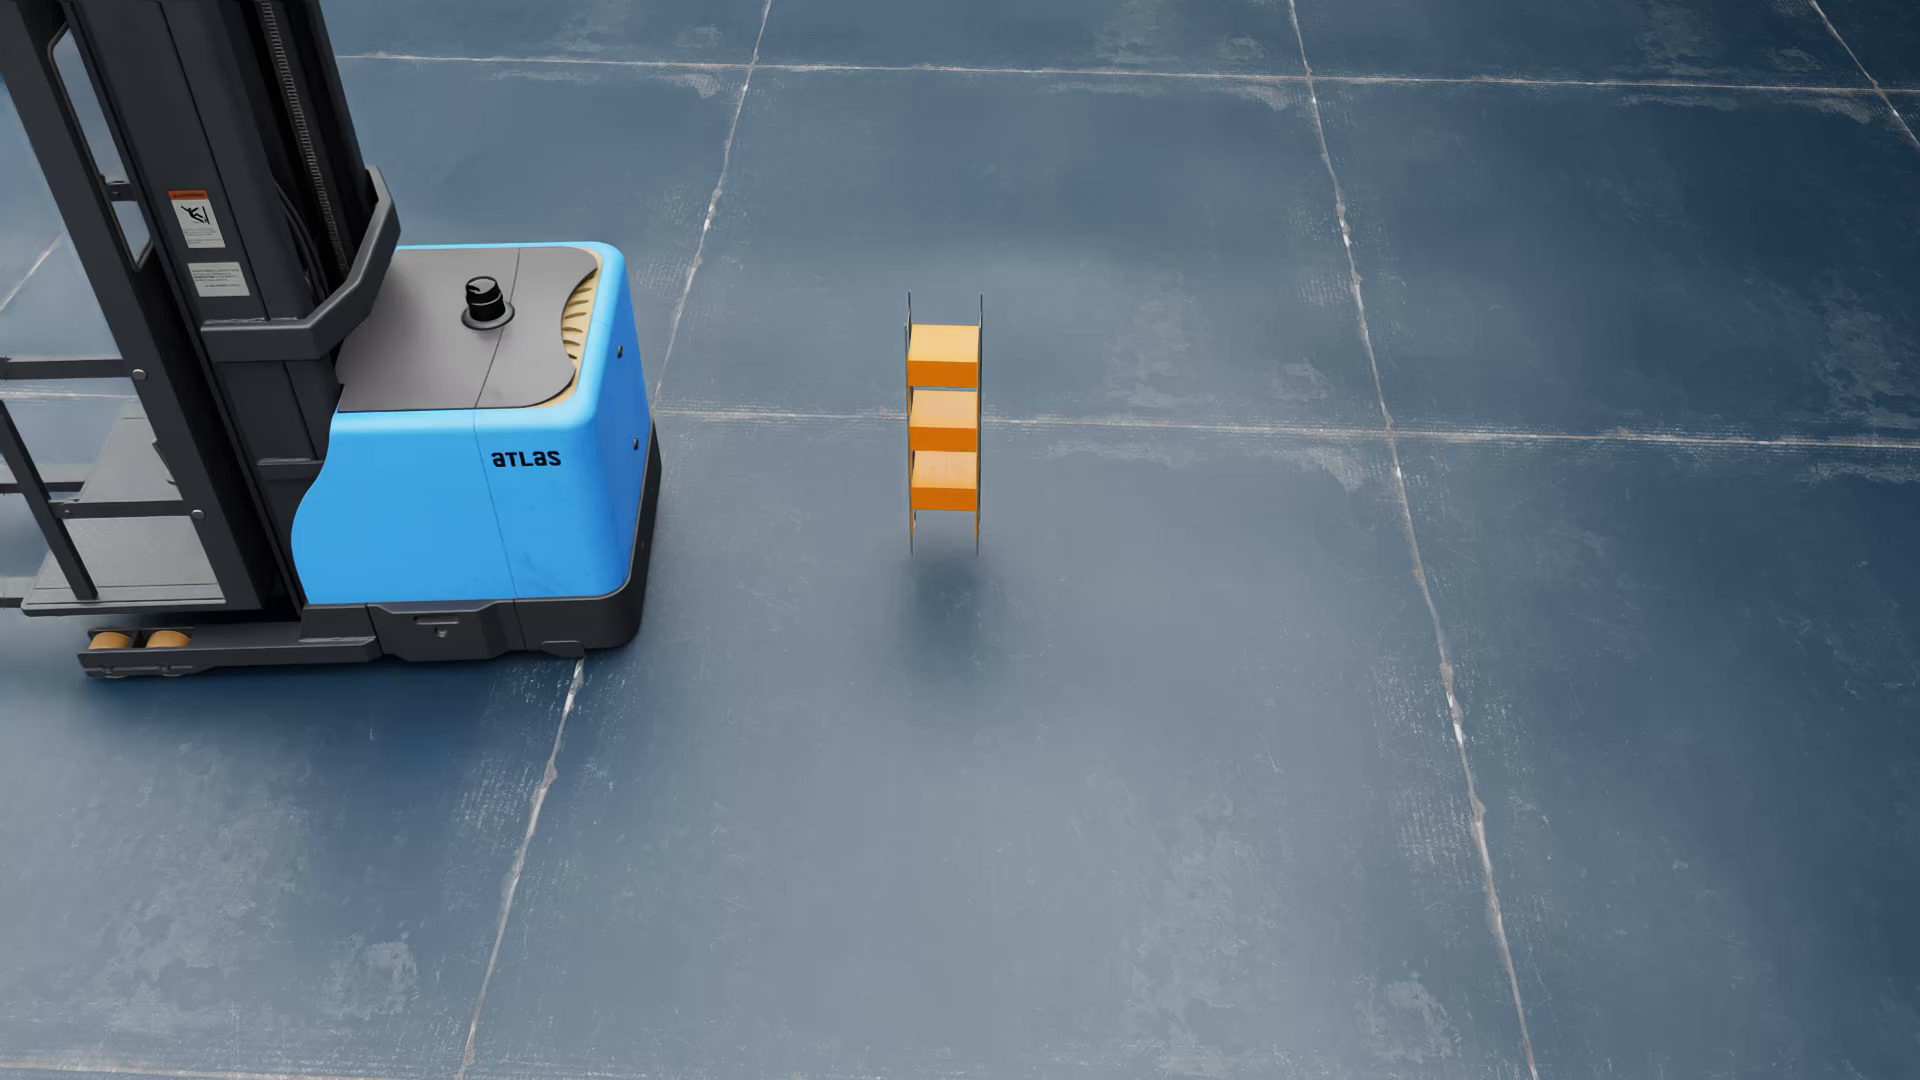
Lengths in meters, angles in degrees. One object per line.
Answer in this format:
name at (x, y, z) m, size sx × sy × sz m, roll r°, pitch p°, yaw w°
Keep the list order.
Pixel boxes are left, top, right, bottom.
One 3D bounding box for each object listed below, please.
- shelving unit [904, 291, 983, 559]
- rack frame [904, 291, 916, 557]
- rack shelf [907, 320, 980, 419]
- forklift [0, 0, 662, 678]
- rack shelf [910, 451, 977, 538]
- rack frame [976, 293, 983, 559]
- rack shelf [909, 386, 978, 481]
shelving unit at (-0.053, -0.386, 5.894) m, size 0.252 × 1.050 × 0.215 m, roll 2°, pitch 43°, yaw 2°
rack frame at (-0.175, -0.390, 5.898) m, size 0.008 × 1.050 × 0.200 m, roll 2°, pitch 43°, yaw 2°
rack shelf at (-0.053, -0.586, 5.708) m, size 0.240 × 0.259 × 0.215 m, roll 2°, pitch 43°, yaw 2°
forklift at (-2.651, -0.965, 5.136) m, size 3.031 × 2.935 × 1.130 m, roll -2°, pitch 43°, yaw -2°
rack shelf at (-0.053, -0.175, 6.091) m, size 0.240 × 0.259 × 0.215 m, roll 2°, pitch 43°, yaw 2°
rack frame at (0.068, -0.382, 5.890) m, size 0.008 × 1.050 × 0.200 m, roll 2°, pitch 43°, yaw 2°
rack shelf at (-0.053, -0.378, 5.901) m, size 0.240 × 0.259 × 0.215 m, roll 2°, pitch 43°, yaw 2°
